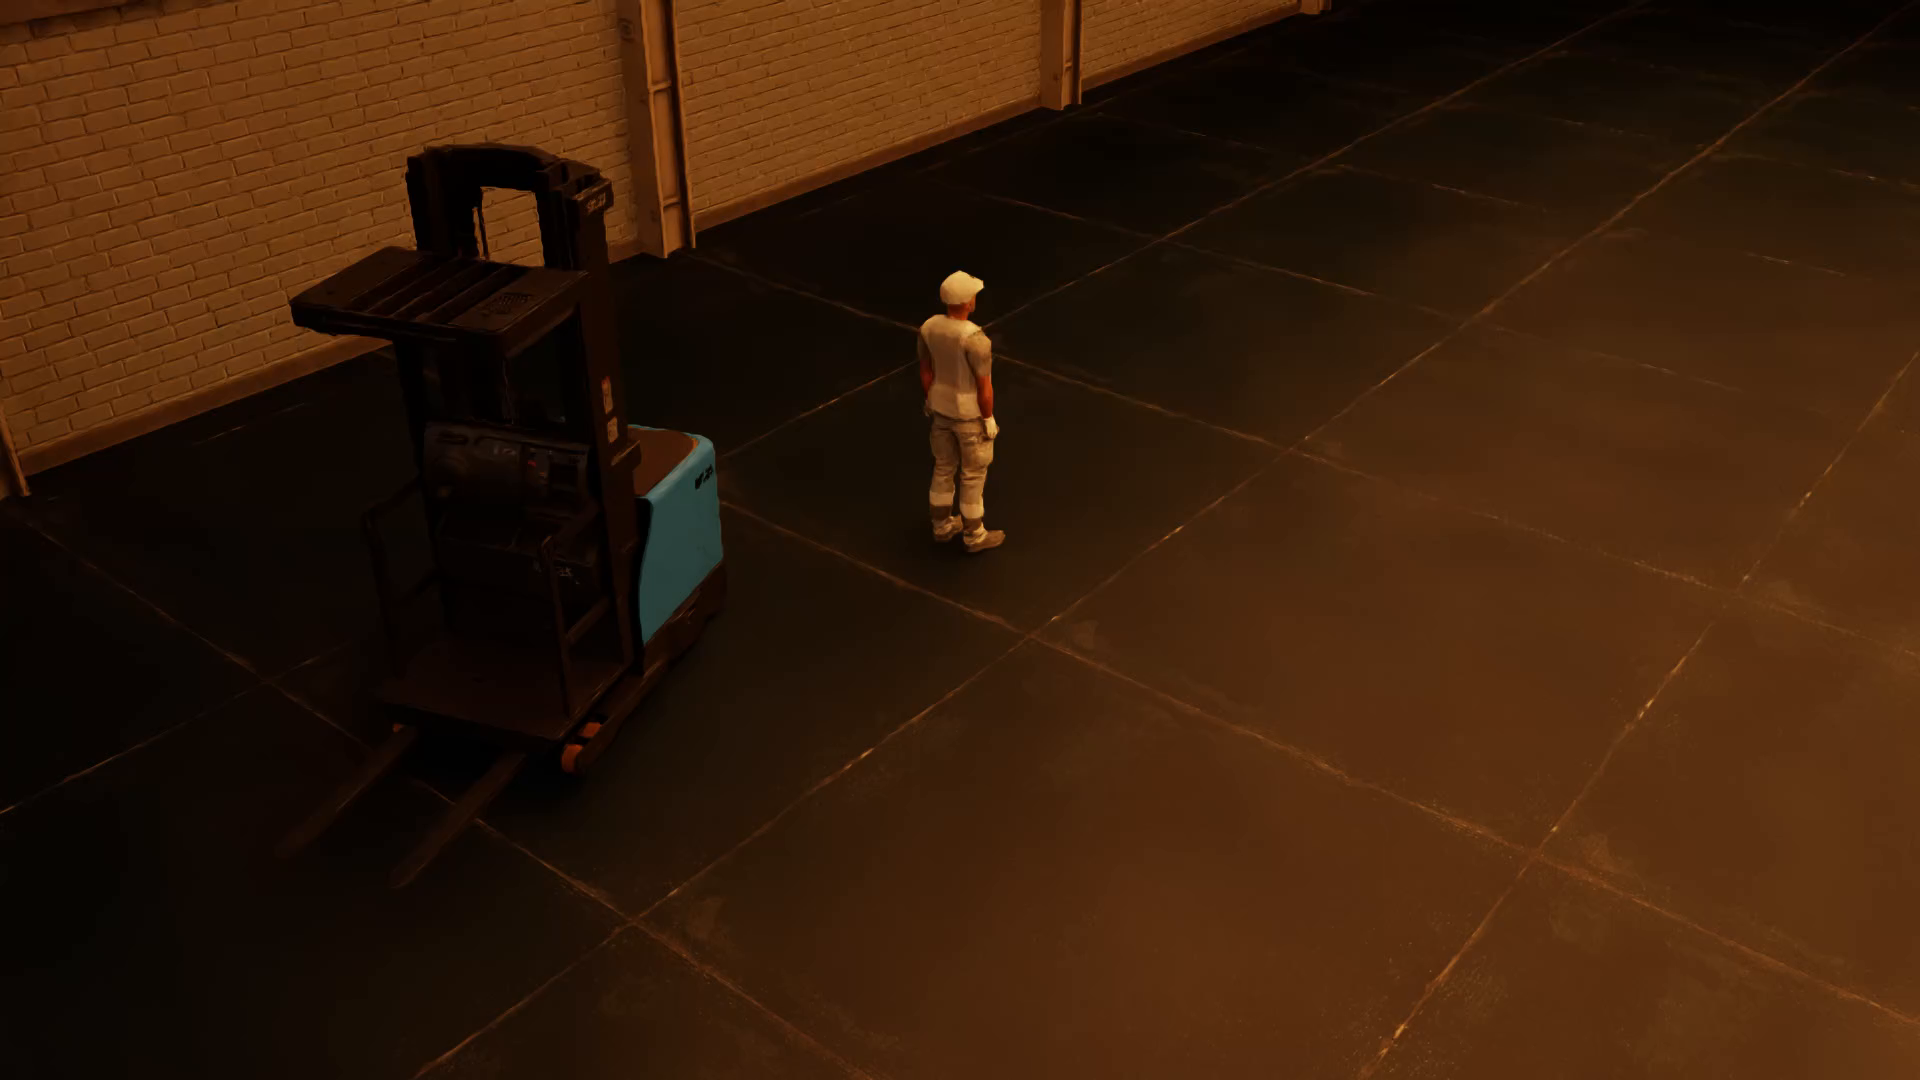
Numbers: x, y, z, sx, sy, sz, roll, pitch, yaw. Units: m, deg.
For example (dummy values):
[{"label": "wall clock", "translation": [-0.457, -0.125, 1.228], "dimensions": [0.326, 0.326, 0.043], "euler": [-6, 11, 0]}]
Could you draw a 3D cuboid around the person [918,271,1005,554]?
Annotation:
[{"label": "person", "translation": [0.012, -0.782, 10.063], "dimensions": [0.540, 1.795, 0.349], "euler": [22, 37, 33]}]

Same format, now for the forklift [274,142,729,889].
[{"label": "forklift", "translation": [-2.329, -0.298, 8.105], "dimensions": [1.130, 2.935, 3.031], "euler": [10, 32, 16]}]
